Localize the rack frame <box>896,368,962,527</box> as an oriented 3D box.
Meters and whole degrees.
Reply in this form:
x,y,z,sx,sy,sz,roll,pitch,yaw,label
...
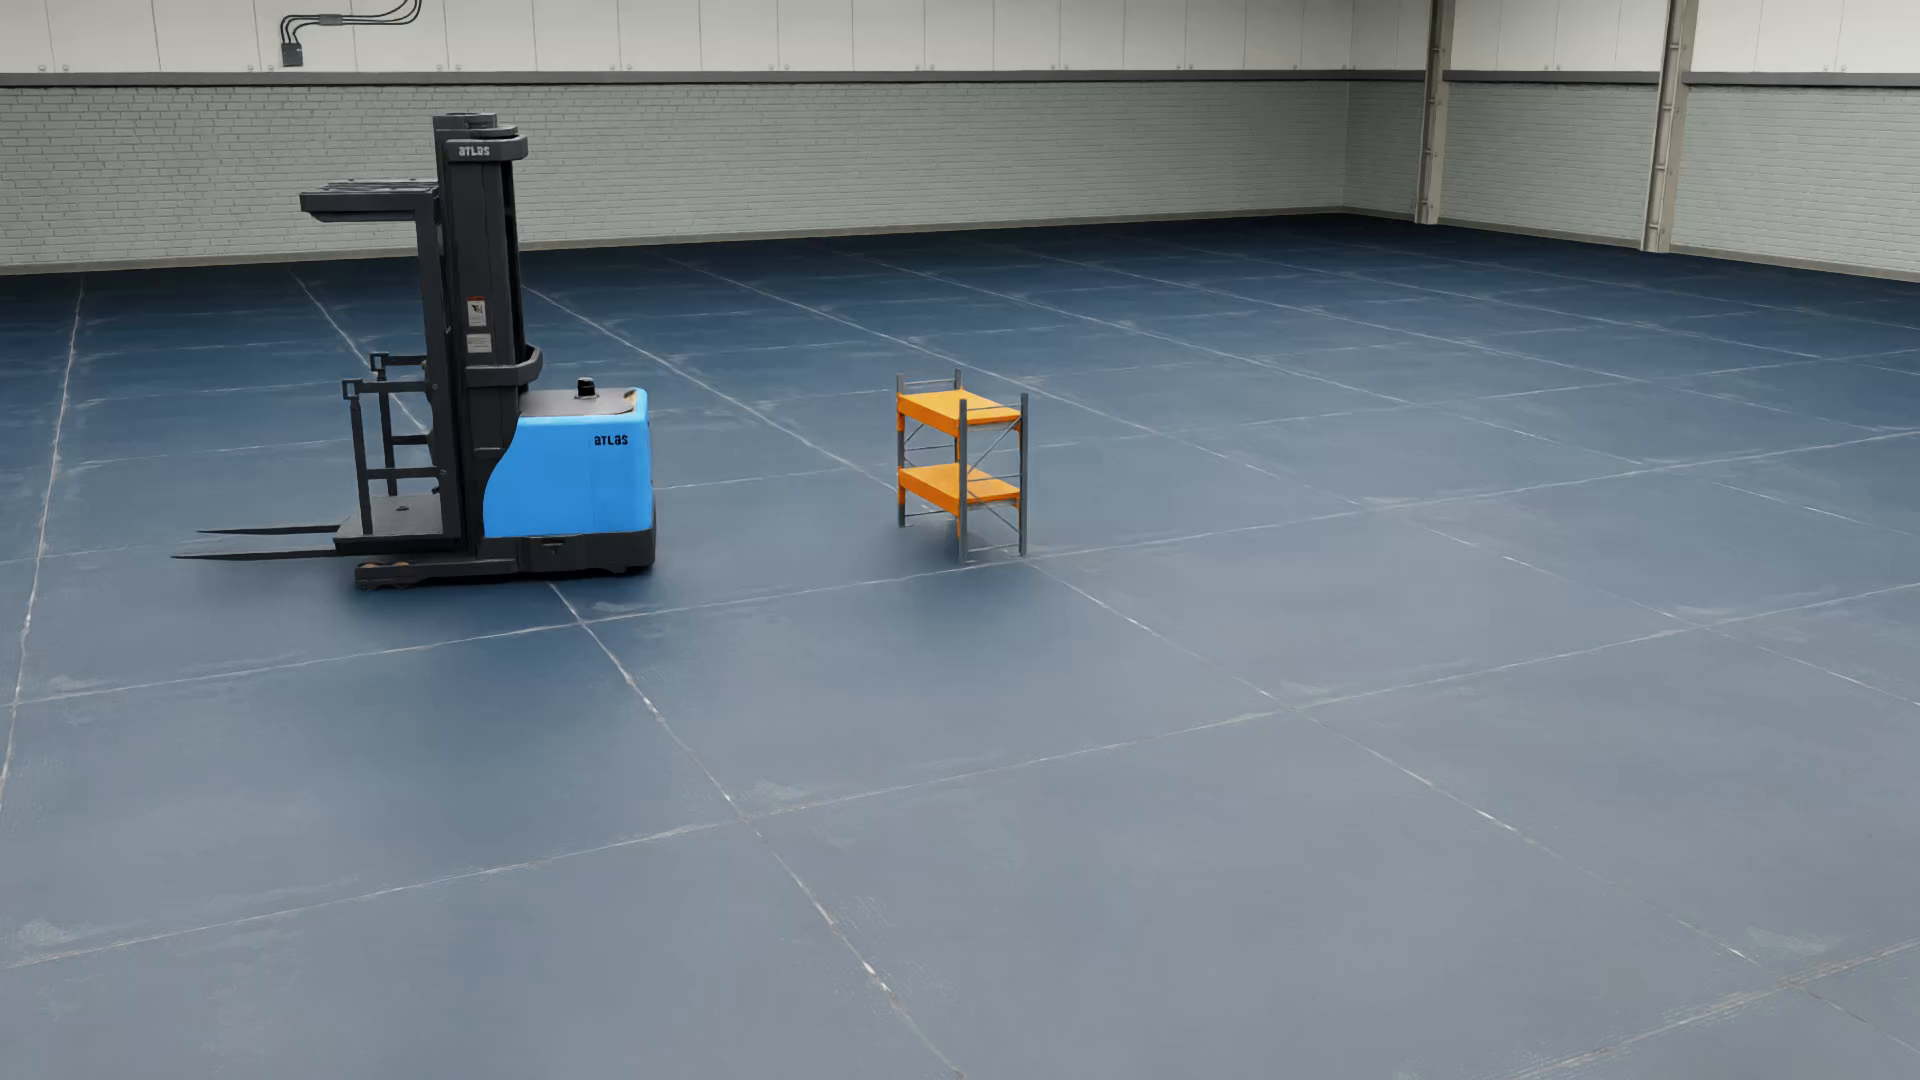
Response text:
x,y,z,sx,sy,sz,roll,pitch,yaw,label
-0.220,-0.665,12.029,0.500,1.125,0.032,-8,18,-25,rack frame

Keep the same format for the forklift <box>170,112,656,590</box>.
x,y,z,sx,sy,sz,roll,pitch,yaw,label
-3.582,-1.247,10.781,3.031,2.935,1.130,-3,16,-9,forklift

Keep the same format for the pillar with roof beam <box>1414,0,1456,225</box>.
x,y,z,sx,sy,sz,roll,pitch,yaw,label
5.917,-10.449,31.847,9.100,9.000,0.400,-8,18,-25,pillar with roof beam

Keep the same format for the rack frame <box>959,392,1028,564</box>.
x,y,z,sx,sy,sz,roll,pitch,yaw,label
0.226,-0.413,11.150,0.500,1.125,0.032,-8,18,-25,rack frame

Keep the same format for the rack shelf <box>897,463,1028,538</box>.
x,y,z,sx,sy,sz,roll,pitch,yaw,label
0.003,-0.304,11.657,0.538,0.278,1.000,-8,18,-25,rack shelf

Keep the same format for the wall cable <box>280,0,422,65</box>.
x,y,z,sx,sy,sz,roll,pitch,yaw,label
-10.090,-10.830,27.012,2.305,6.003,0.169,-8,18,-25,wall cable

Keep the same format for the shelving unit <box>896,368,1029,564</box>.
x,y,z,sx,sy,sz,roll,pitch,yaw,label
0.003,-0.539,11.590,0.538,1.125,1.048,-8,18,-25,shelving unit

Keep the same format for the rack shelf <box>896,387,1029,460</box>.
x,y,z,sx,sy,sz,roll,pitch,yaw,label
0.003,-0.820,11.509,0.538,0.278,1.000,-8,18,-25,rack shelf

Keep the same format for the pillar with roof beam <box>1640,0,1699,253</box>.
x,y,z,sx,sy,sz,roll,pitch,yaw,label
8.546,-8.961,26.662,9.100,9.000,0.400,-8,18,-25,pillar with roof beam
